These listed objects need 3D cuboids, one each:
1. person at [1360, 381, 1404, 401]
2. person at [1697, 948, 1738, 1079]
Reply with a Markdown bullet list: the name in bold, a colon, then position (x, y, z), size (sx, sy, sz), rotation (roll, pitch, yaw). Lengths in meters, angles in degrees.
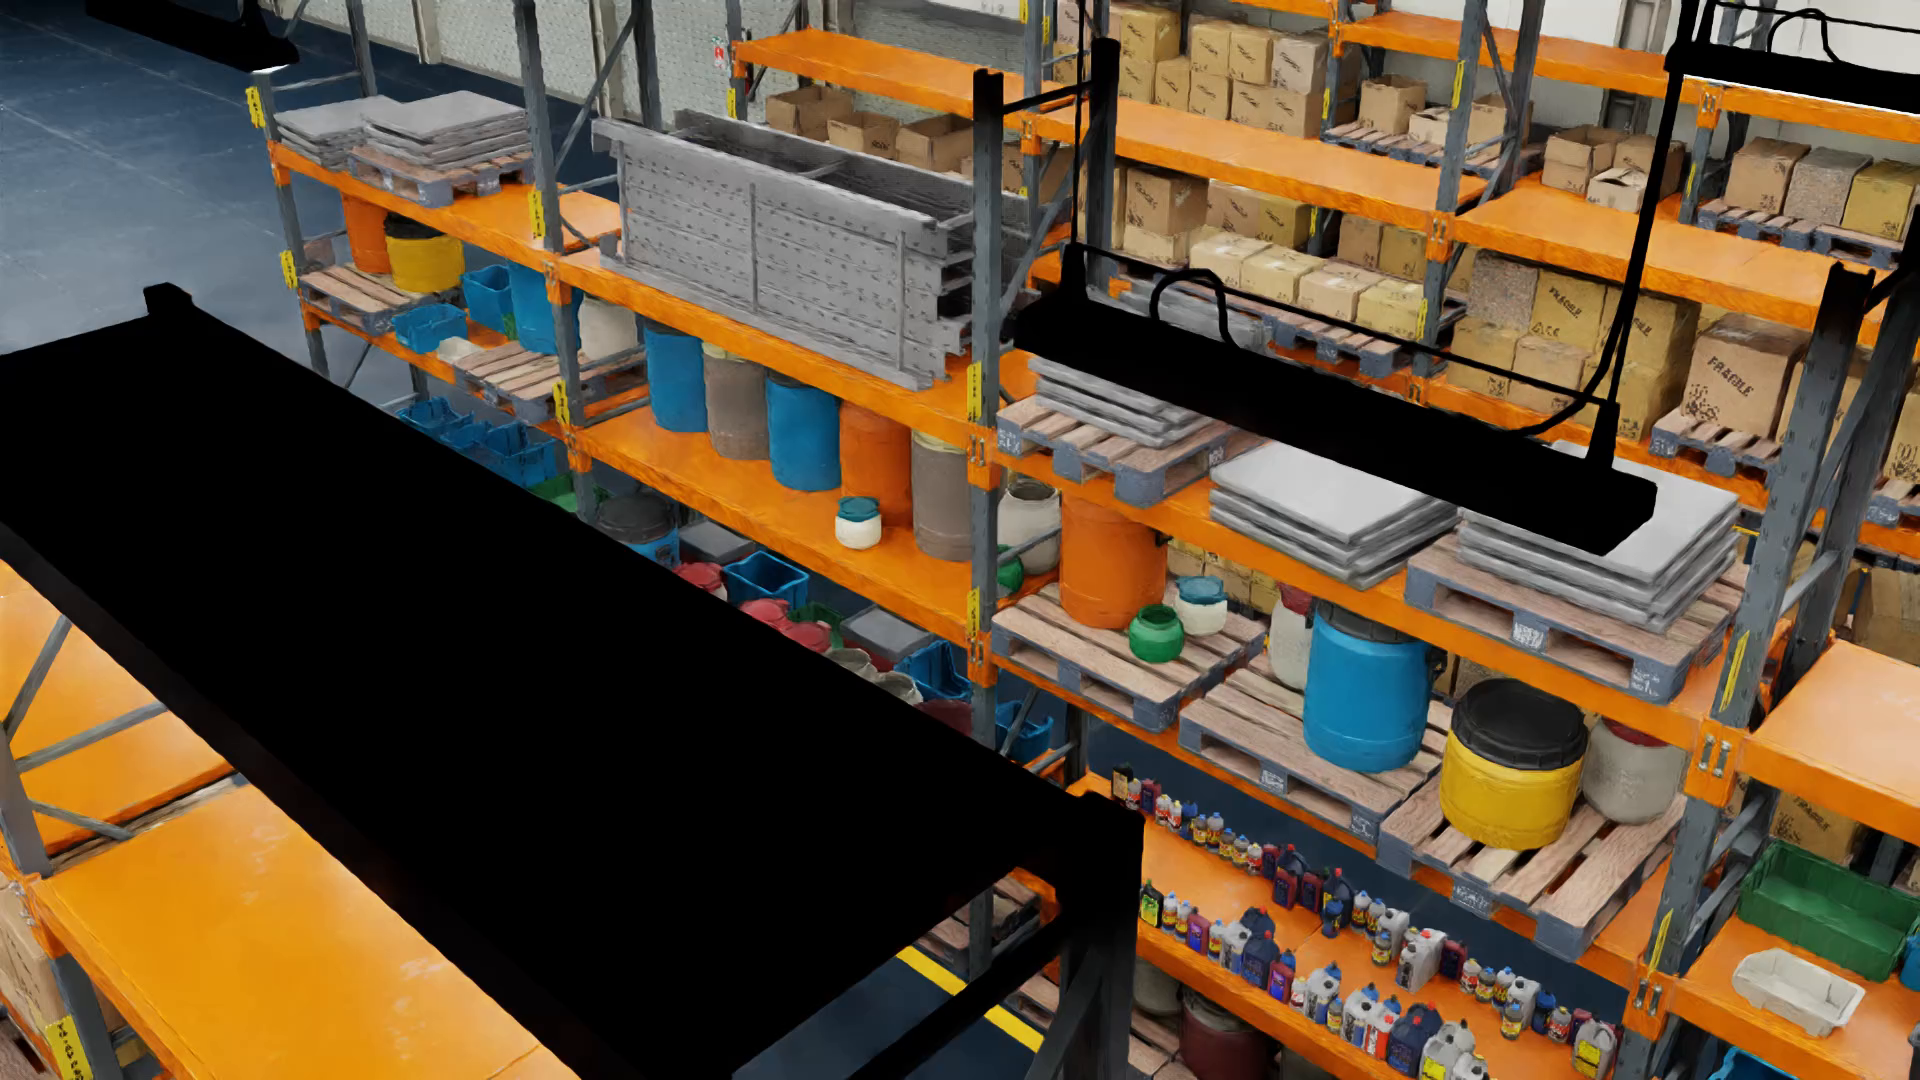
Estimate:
- **person**: position (4.407, -1.543, 17.439), size (1.081, 1.475, 0.466), rotation (18, 34, 29)
- **person**: position (4.459, 2.742, 9.678), size (0.489, 1.693, 0.541), rotation (-15, 33, -25)
